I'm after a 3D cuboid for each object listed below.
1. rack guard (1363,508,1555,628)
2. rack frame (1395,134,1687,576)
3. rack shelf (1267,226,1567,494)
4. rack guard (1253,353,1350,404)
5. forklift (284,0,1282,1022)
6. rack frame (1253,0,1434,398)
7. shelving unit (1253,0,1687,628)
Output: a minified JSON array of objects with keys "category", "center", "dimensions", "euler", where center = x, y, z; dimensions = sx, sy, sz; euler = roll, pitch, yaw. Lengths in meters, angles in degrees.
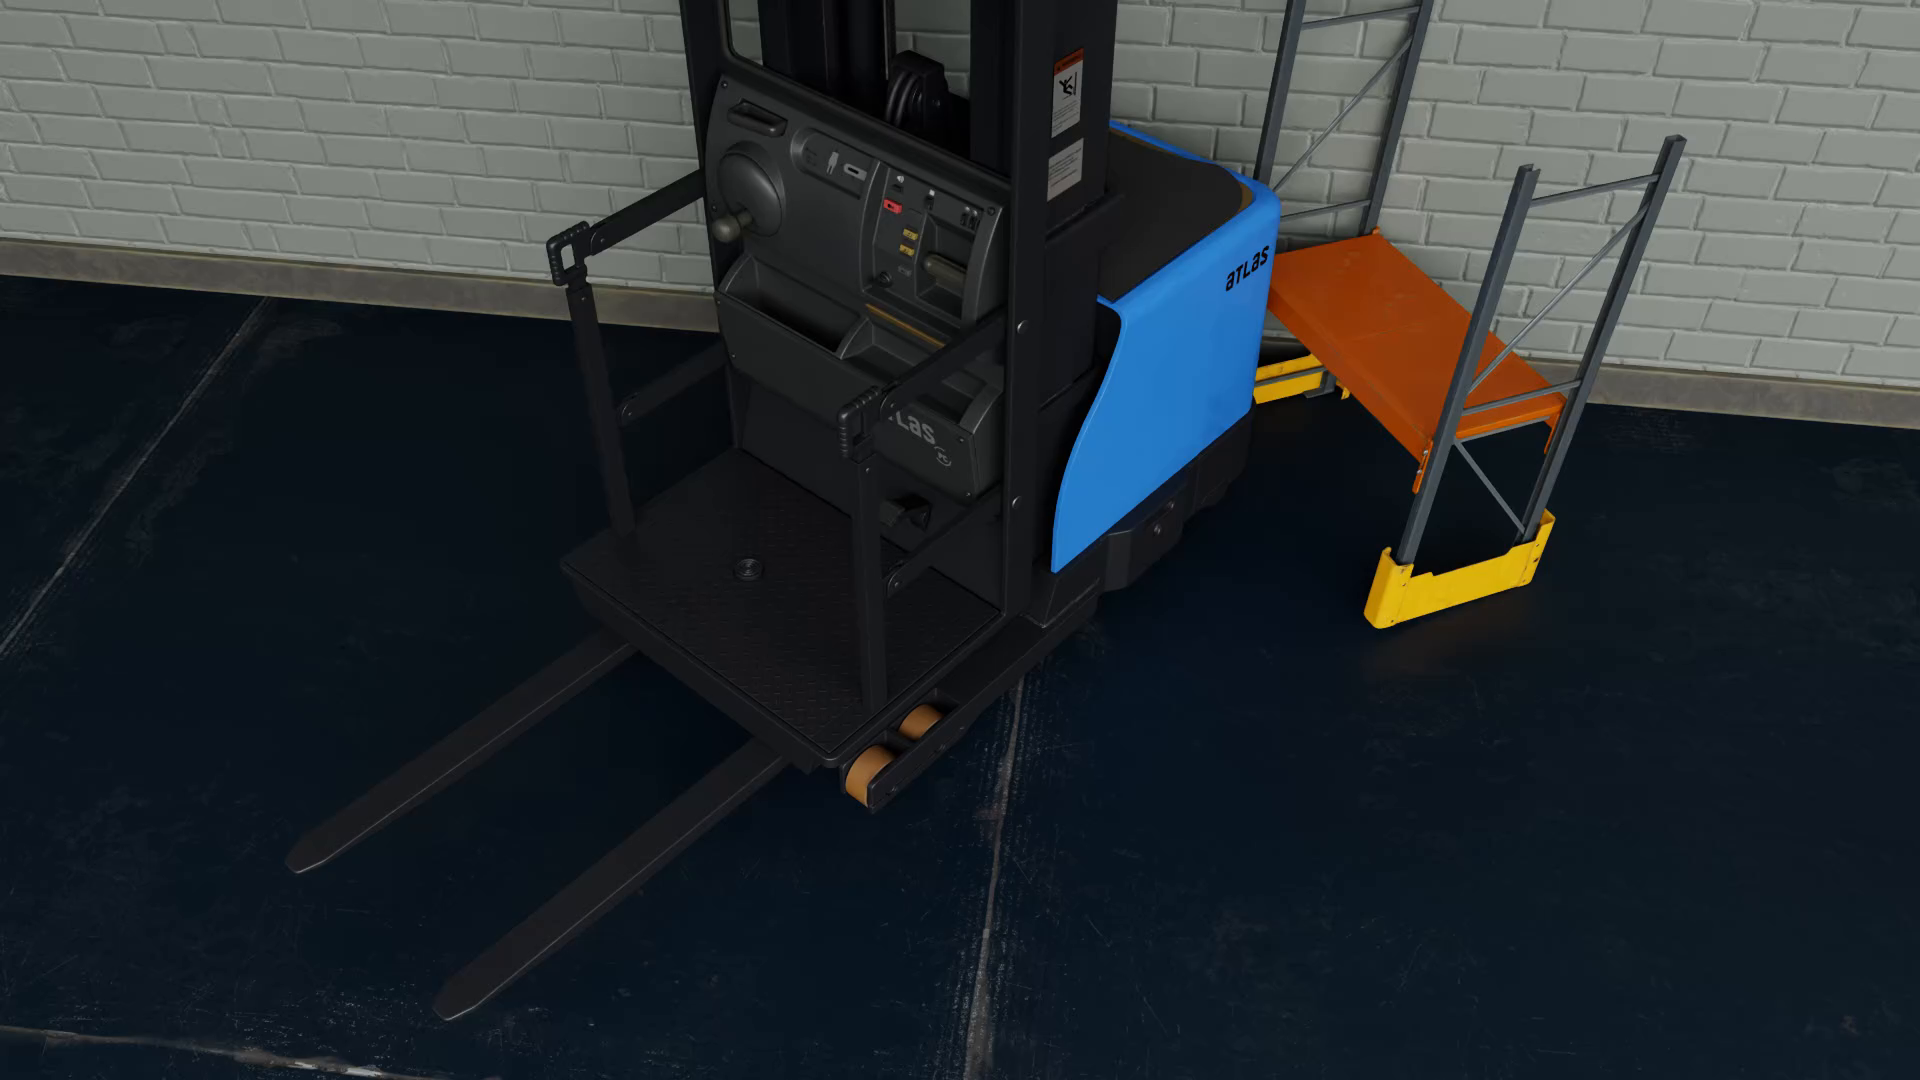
[{"category":"rack guard","center":[1.489,0.078,4.960],"dimensions":[0.587,0.250,0.087],"euler":[-14,45,-20]},{"category":"rack frame","center":[1.524,-0.384,4.541],"dimensions":[0.500,1.500,0.032],"euler":[-14,45,-20]},{"category":"rack shelf","center":[1.307,-0.570,4.998],"dimensions":[0.538,0.185,1.000],"euler":[-14,45,-20]},{"category":"rack guard","center":[1.083,-0.547,5.620],"dimensions":[0.587,0.250,0.087],"euler":[-14,45,-20]},{"category":"forklift","center":[-0.414,-0.742,3.901],"dimensions":[1.130,2.935,3.031],"euler":[31,52,29]},{"category":"rack frame","center":[1.110,-1.023,5.215],"dimensions":[0.500,1.500,0.032],"euler":[-14,45,-20]},{"category":"shelving unit","center":[1.321,-0.698,4.872],"dimensions":[0.587,1.500,1.083],"euler":[-14,45,-20]}]
